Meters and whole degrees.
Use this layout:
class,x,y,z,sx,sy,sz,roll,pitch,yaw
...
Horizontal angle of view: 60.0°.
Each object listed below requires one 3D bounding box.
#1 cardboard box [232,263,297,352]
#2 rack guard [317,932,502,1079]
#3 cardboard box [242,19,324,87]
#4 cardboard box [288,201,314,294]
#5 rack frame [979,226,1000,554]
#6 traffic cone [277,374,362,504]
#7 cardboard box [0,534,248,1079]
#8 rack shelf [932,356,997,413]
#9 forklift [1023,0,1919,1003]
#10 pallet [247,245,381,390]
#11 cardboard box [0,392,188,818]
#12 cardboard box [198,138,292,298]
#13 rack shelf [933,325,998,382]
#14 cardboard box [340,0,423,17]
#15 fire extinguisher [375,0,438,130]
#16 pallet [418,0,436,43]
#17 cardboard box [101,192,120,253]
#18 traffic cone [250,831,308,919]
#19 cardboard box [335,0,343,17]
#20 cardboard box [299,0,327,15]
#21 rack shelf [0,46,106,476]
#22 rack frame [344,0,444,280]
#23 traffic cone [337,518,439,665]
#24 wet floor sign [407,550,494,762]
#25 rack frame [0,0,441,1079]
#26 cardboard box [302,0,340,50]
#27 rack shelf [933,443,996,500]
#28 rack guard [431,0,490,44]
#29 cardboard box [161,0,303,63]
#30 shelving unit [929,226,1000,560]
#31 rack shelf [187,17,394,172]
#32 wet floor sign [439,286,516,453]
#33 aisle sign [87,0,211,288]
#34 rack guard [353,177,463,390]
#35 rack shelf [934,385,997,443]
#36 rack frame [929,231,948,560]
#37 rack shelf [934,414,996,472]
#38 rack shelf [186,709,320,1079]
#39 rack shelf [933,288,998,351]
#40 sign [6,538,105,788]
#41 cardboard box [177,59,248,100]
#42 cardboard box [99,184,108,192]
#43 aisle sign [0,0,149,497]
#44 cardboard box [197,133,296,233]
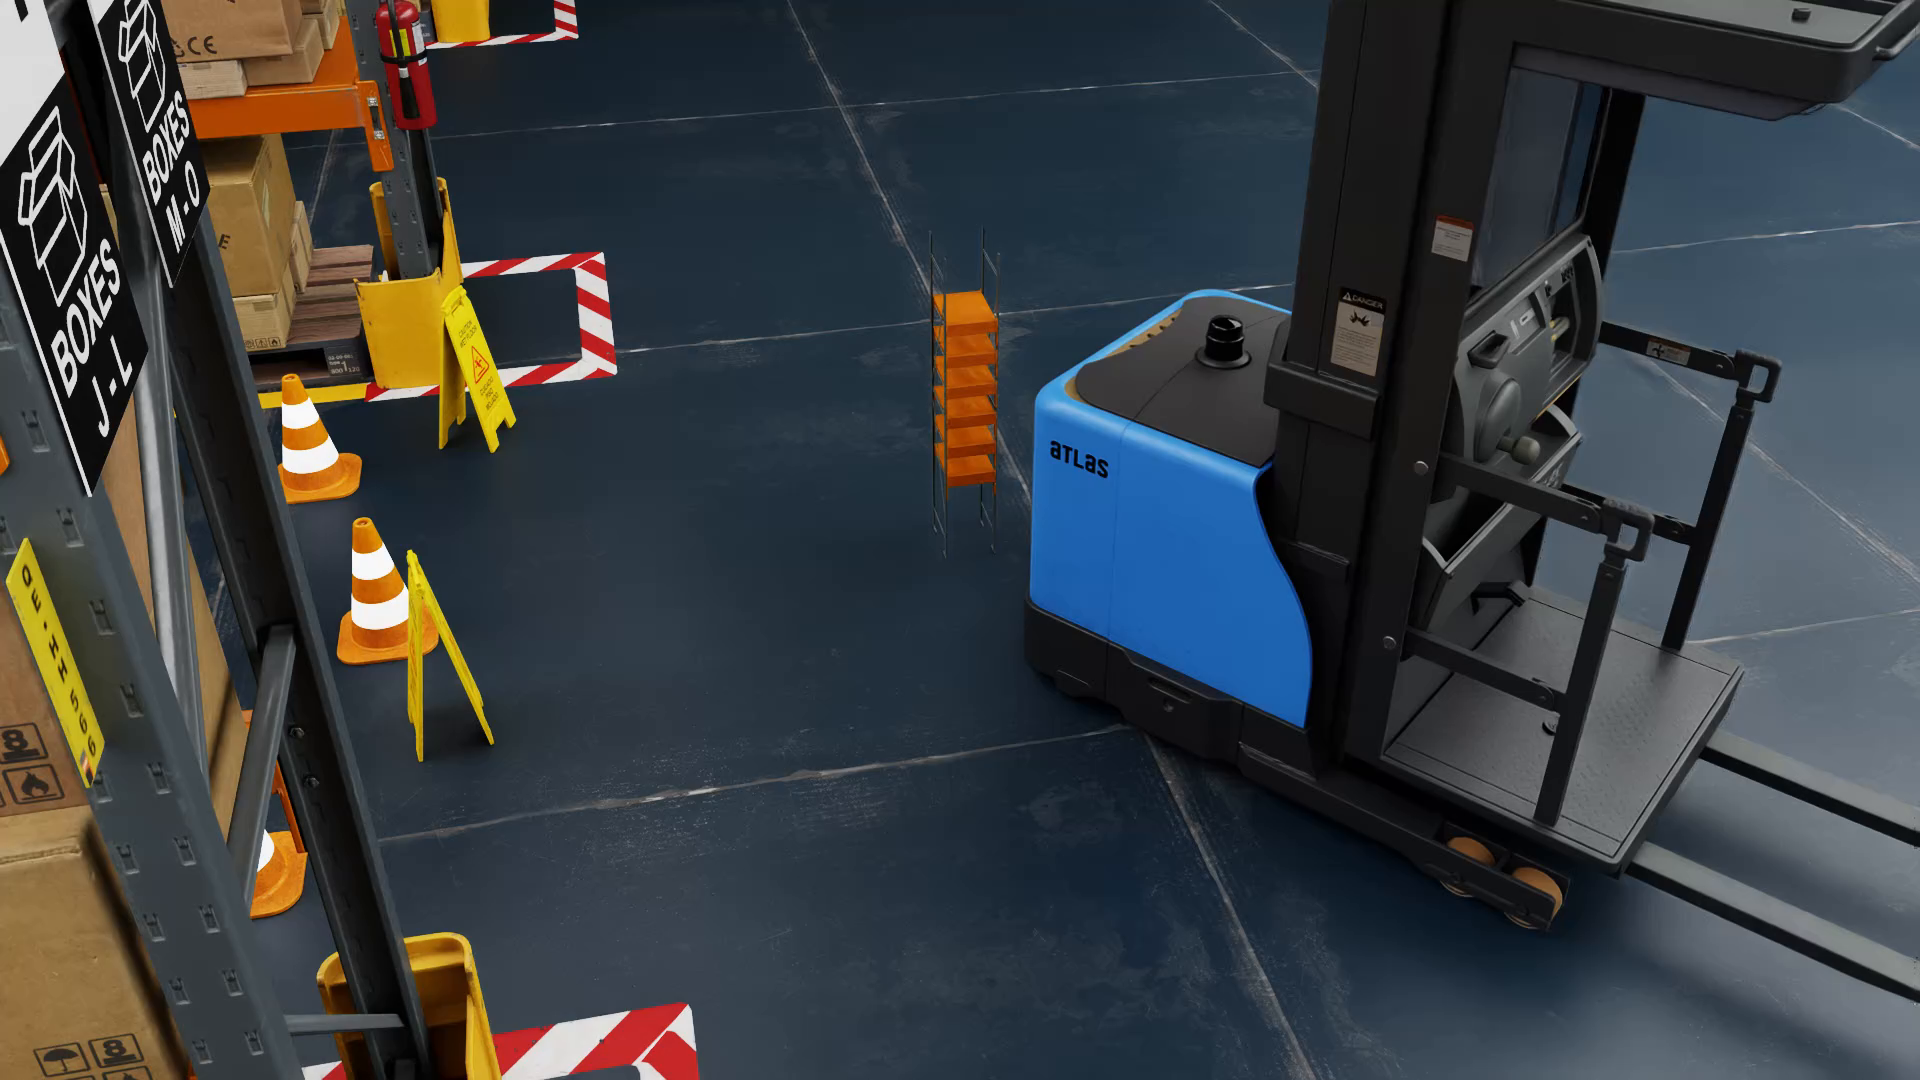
class,x,y,z,sx,sy,sz,roll,pitch,yaw
cardboard box,-3.173,-1.023,7.173,0.500,0.250,0.500,-7,35,-11
rack guard,-1.206,1.474,3.605,0.348,0.500,1.175,-7,35,-11
cardboard box,-2.738,-1.973,6.723,0.250,0.149,0.380,-6,34,-9
cardboard box,-3.268,-1.323,7.620,0.500,0.250,0.500,-7,35,-11
rack frame,0.103,-0.511,5.935,0.006,1.200,0.240,-7,35,-11
traffic cone,-2.555,-0.432,6.478,0.334,0.463,0.336,-7,35,-11
cardboard box,-1.582,0.447,2.758,0.550,0.550,0.875,-7,35,-11
rack shelf,0.014,-0.563,5.876,0.180,0.103,0.258,-7,35,-11
forklift,1.678,-0.471,4.321,3.031,2.935,1.130,24,41,31
pallet,-3.295,-0.991,7.538,1.213,0.211,1.003,-7,35,-11
cardboard box,-1.600,-0.047,2.525,0.550,0.550,0.875,-7,35,-11
cardboard box,-3.144,-1.343,6.977,0.500,0.500,0.500,-7,34,-10
rack shelf,0.014,-0.662,5.809,0.180,0.103,0.258,-7,35,-11
cardboard box,-3.908,-3.739,11.221,0.500,0.250,0.500,-7,34,-10
fire extinguisher,-2.207,-1.971,6.564,0.183,0.674,0.296,-7,35,-11
pallet,-4.256,-3.662,11.517,1.213,0.211,1.003,-7,35,-11
cardboard box,-3.653,-1.277,6.879,0.500,0.500,0.500,-6,34,-9
traffic cone,-2.061,0.786,4.664,0.334,0.463,0.336,-7,35,-11
cardboard box,-4.395,-3.684,11.138,0.500,0.250,0.500,-7,35,-11
cardboard box,-2.944,-2.497,6.922,0.500,0.500,0.500,-8,35,-11
rack shelf,-3.181,-0.262,1.902,4.000,0.370,1.077,-7,35,-11
rack frame,-2.420,-2.239,6.895,0.127,3.000,1.000,-7,35,-11
traffic cone,-1.979,0.130,5.641,0.334,0.463,0.336,-7,35,-11
wet floor sign,-1.638,0.337,5.169,0.232,0.644,0.267,-13,36,-19
rack frame,-1.229,0.441,2.901,0.053,2.616,0.949,-7,35,-11
cardboard box,-2.797,-2.205,7.070,0.250,0.149,0.380,-7,35,-10
rack shelf,0.014,-0.264,6.077,0.180,0.103,0.258,-7,35,-11
rack guard,-3.496,-3.901,11.615,0.348,0.500,1.175,-7,35,-11
cardboard box,-2.889,-2.188,6.461,0.500,0.500,0.500,-8,35,-11
shelving unit,0.014,-0.500,5.918,0.189,1.200,0.258,-7,35,-11
rack shelf,-4.371,-1.694,6.729,4.000,0.370,1.077,-7,35,-11
wet floor sign,-1.999,-0.703,6.719,0.232,0.644,0.267,4,34,6
aisle sign,-1.227,-0.812,2.436,0.004,0.787,0.394,-7,35,-11
rack guard,-2.495,-1.192,7.577,0.348,0.500,1.175,-7,35,-11
rack shelf,0.014,-0.463,5.943,0.180,0.103,0.258,-7,35,-11
rack frame,-0.075,-0.489,5.902,0.006,1.200,0.240,-7,35,-11
rack shelf,0.014,-0.363,6.010,0.180,0.103,0.258,-7,35,-11
rack shelf,-3.181,0.983,2.738,4.000,0.370,1.077,-7,35,-11
rack shelf,0.014,-0.762,5.742,0.180,0.103,0.258,-7,35,-11
sign,-1.124,0.156,2.073,0.005,0.325,0.100,-7,35,-11
cardboard box,-2.961,-1.881,6.587,0.250,0.149,0.380,-8,35,-11
cardboard box,-3.487,-1.531,6.675,0.250,0.149,0.380,-6,34,-9
aisle sign,-1.094,-0.486,1.950,0.004,0.787,0.394,-7,35,-11
cardboard box,-3.291,-1.631,7.406,0.500,0.500,0.500,-8,35,-12
